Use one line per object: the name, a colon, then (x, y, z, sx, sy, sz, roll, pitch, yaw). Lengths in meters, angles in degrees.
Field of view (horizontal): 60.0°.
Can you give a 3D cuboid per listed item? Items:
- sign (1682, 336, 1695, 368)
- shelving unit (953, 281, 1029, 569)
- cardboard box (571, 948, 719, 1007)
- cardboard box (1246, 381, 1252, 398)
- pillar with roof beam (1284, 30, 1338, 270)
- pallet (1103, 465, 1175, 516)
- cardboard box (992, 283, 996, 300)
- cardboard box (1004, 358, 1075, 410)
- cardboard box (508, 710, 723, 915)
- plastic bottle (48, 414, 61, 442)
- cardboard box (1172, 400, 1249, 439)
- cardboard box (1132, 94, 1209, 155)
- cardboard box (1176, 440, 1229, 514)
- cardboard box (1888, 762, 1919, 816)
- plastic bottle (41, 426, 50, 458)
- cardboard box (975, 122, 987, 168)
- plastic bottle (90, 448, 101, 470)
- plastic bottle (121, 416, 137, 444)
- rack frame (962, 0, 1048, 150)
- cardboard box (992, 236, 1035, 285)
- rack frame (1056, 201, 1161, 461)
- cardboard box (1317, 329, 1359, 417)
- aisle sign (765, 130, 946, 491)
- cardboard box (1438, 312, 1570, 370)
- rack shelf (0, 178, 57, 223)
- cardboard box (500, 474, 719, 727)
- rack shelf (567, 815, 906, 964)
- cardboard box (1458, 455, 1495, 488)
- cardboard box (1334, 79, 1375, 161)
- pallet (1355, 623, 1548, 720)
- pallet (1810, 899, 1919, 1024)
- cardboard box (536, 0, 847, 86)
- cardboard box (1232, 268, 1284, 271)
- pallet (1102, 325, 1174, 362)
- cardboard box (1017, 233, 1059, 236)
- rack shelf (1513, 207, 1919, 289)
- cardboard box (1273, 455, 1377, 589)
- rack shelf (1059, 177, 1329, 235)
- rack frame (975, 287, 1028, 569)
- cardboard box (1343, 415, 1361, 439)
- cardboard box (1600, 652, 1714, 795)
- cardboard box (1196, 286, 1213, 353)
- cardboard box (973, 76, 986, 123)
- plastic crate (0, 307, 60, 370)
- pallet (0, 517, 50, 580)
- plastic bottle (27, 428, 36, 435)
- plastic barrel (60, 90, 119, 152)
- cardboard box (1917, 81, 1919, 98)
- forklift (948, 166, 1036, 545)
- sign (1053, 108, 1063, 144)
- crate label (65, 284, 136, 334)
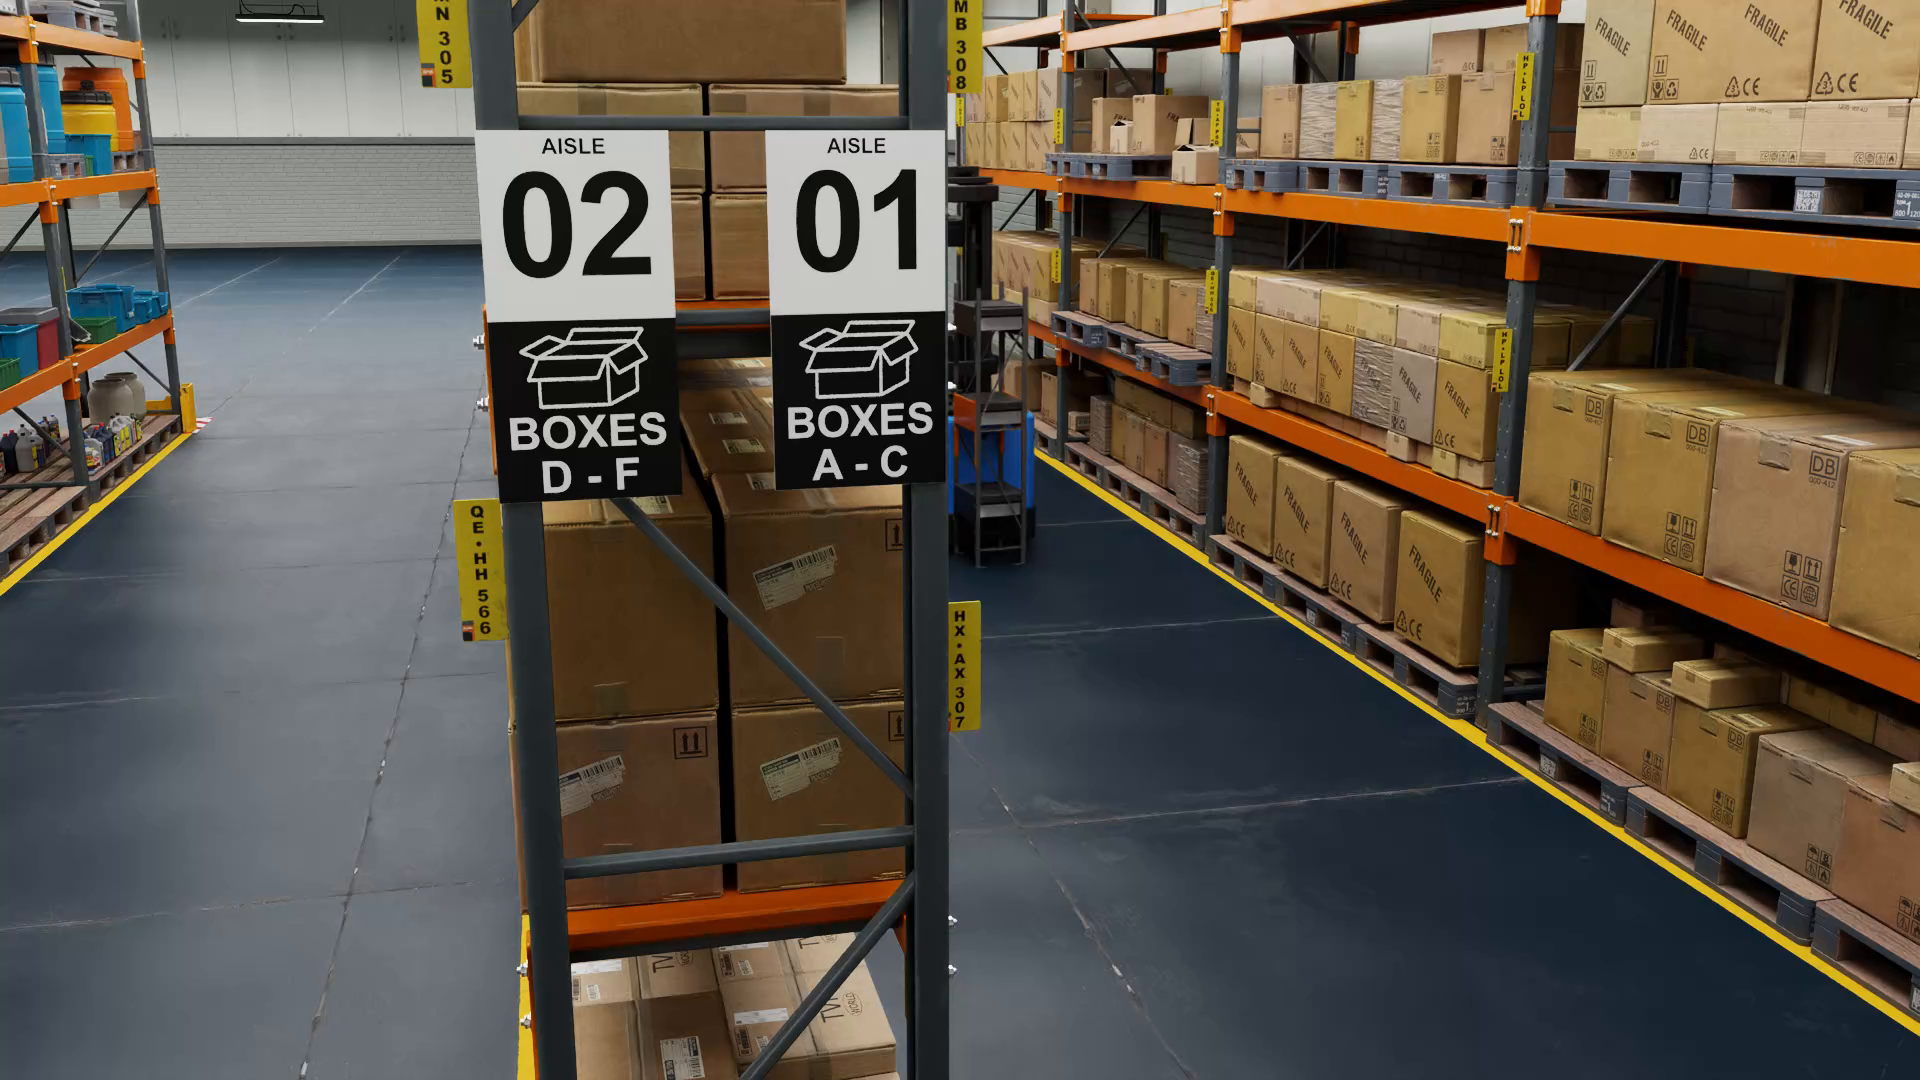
sign: (3.888, -0.932, 8.929, 0.100, 0.325, 0.005, -3, 14, -13)
shelving unit: (0.226, -0.871, 12.568, 0.431, 2.100, 0.503, -5, 15, -19)
cardboard box: (-1.087, 1.548, 5.638, 0.500, 0.250, 0.500, -3, 14, -13)
cardboard box: (2.312, -1.104, 12.114, 0.380, 0.149, 0.250, -3, 14, -12)
pillar with roof beam: (-1.240, -4.387, 12.421, 9.100, 9.000, 0.400, -3, 14, -13)
pallet: (1.944, -0.471, 14.909, 1.003, 0.211, 1.213, -3, 14, -13)
cardboard box: (0.586, -2.779, 18.757, 0.500, 0.250, 0.500, -4, 14, -14)
cardboard box: (0.863, -1.741, 18.573, 0.700, 0.500, 0.500, -4, 14, -17)
cardboard box: (-0.896, 0.622, 4.352, 0.500, 0.500, 0.500, -3, 14, -11)
plastic bottle: (-8.977, -1.110, 16.473, 0.097, 0.271, 0.097, 0, 14, 0)
cardboard box: (2.116, -1.026, 14.067, 0.500, 0.250, 0.500, -3, 14, -12)
cardboard box: (1.810, -3.582, 14.351, 0.500, 0.500, 0.500, -4, 14, -15)
cardboard box: (2.189, -0.527, 13.603, 0.700, 0.500, 0.500, -3, 14, -12)
cardboard box: (3.758, 0.942, 6.265, 0.380, 0.149, 0.250, -3, 14, -12)
plastic bottle: (-8.644, -0.924, 15.685, 0.061, 0.283, 0.133, -3, 14, -13)
cardboard box: (0.457, -4.508, 18.986, 0.500, 0.500, 0.500, -2, 14, -9)
plastic bottle: (-7.857, -0.734, 15.080, 0.097, 0.201, 0.097, 0, 14, 0)
plastic bottle: (-8.210, -1.089, 16.377, 0.152, 0.276, 0.135, -3, 14, -13)
rack frame: (0.530, -6.124, 19.533, 1.000, 3.000, 0.127, -3, 14, -13)
cardboard box: (0.572, -3.150, 18.693, 0.500, 0.500, 0.500, -4, 14, -15)
rack frame: (1.470, -2.287, 16.468, 1.000, 3.000, 0.127, -3, 14, -13)
cardboard box: (2.634, -1.085, 10.669, 0.500, 0.500, 0.500, -3, 14, -12)
aisle sign: (-0.225, -0.505, 3.697, 0.394, 0.787, 0.004, -3, 14, -13)
cardboard box: (2.990, -1.102, 9.158, 0.500, 0.250, 0.500, -3, 14, -12)
rack shelf: (-7.691, -2.381, 12.048, 1.077, 0.370, 4.000, -3, 14, -13)
cardboard box: (-0.898, 0.137, 4.230, 0.500, 0.500, 0.500, -3, 14, -14)
rack shelf: (-0.996, 0.551, 5.954, 0.919, 0.124, 3.809, -3, 14, -13)
cardboard box: (2.994, -0.391, 9.196, 0.380, 0.149, 0.250, -3, 14, -13)
cardboard box: (2.872, -2.727, 10.812, 0.700, 0.500, 0.500, -3, 14, -10)
pallet: (3.094, 0.739, 9.956, 1.003, 0.211, 1.213, -3, 14, -13)
pallet: (4.024, 1.656, 6.205, 1.003, 0.211, 1.213, -3, 14, -13)
cardboard box: (-0.663, -1.351, 3.998, 0.700, 0.500, 0.500, -3, 14, -13)
cardboard box: (2.299, -2.019, 12.868, 0.380, 0.149, 0.250, -5, 15, -21)
pallet: (1.904, -1.725, 14.573, 1.003, 0.211, 1.213, -3, 14, -13)
cardboard box: (0.956, -3.297, 19.297, 0.500, 0.500, 0.500, -3, 14, -12)
rack shelf: (3.818, -1.088, 6.754, 1.077, 0.370, 4.000, -3, 14, -13)
cardboard box: (2.654, -0.145, 11.343, 0.750, 0.750, 0.750, -3, 14, -13)
rack shelf: (1.939, -2.933, 14.308, 1.077, 0.370, 4.000, -3, 14, -13)
rack frame: (0.307, -0.817, 12.345, 0.400, 2.100, 0.015, -5, 15, -19)
cardboard box: (2.687, -0.749, 10.659, 0.380, 0.149, 0.250, -3, 14, -11)
cardboard box: (3.539, 0.863, 7.956, 0.700, 0.500, 0.500, -3, 14, -14)
cardboard box: (2.289, -1.734, 13.068, 0.700, 0.500, 0.500, -5, 15, -20)
cardboard box: (0.453, -4.990, 18.851, 0.500, 0.500, 0.500, -3, 14, -14)
plastic crate: (-7.749, -1.671, 13.812, 0.402, 0.464, 0.583, -3, 14, -13)
pallet: (-7.648, 0.081, 12.651, 1.003, 0.211, 1.213, -3, 14, -13)
plastic bottle: (-8.747, -0.914, 15.661, 0.152, 0.276, 0.135, -3, 14, -12)
plastic barrel: (-8.709, -4.154, 16.509, 0.600, 0.588, 0.600, 0, 14, 0)
cardboard box: (3.744, -1.789, 5.752, 0.500, 0.500, 0.500, -3, 14, -11)
forklift: (-0.368, -1.672, 14.093, 1.130, 2.935, 3.031, -5, 15, -19)
sign: (0.944, -3.963, 15.919, 0.100, 0.325, 0.005, -3, 14, -13)
crate label: (-8.405, -2.265, 16.304, 0.502, 0.435, 0.616, -3, 14, -13)
